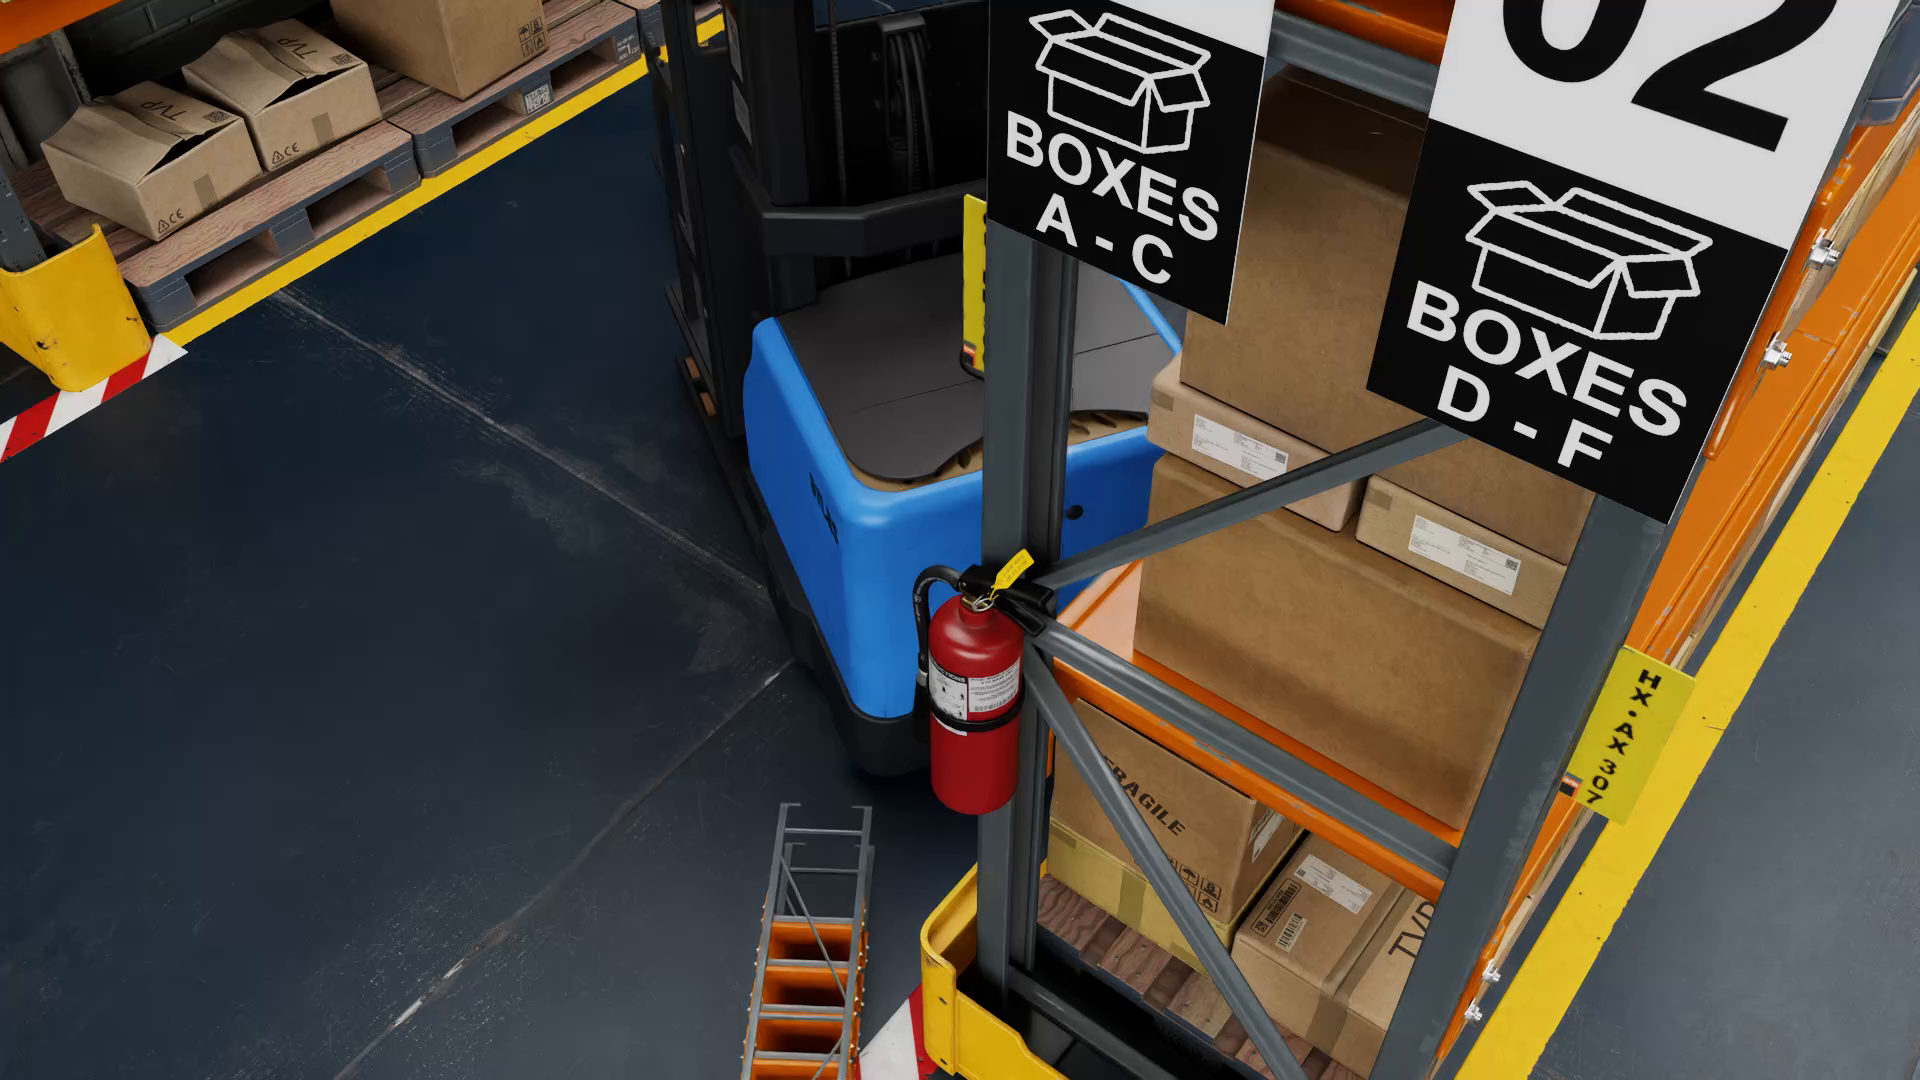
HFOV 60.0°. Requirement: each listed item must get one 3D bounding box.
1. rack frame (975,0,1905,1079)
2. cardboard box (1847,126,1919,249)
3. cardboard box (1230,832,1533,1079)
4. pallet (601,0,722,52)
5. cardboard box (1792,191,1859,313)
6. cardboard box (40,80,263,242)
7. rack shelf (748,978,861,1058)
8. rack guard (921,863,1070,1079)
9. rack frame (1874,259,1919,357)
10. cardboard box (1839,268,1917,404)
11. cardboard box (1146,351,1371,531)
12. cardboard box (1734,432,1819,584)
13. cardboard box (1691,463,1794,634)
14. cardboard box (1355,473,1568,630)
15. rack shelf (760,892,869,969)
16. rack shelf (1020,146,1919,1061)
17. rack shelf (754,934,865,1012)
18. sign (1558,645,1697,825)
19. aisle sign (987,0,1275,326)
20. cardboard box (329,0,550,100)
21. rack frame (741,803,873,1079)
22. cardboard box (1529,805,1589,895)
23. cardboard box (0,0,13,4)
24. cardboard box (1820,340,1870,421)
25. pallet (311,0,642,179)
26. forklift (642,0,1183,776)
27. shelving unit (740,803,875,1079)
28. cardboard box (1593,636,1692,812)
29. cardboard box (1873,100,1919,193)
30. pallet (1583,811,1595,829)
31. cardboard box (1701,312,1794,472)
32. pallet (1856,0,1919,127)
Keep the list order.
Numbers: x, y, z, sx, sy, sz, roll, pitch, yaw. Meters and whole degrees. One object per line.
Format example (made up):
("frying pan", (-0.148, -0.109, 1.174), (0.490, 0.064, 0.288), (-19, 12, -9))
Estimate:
("rack frame", (0.468, 0.348, 2.843), (1.000, 3.000, 0.127), (29, 53, 25))
("cardboard box", (2.020, -1.129, 4.184), (0.700, 0.500, 0.500), (30, 53, 26))
("cardboard box", (0.972, 0.944, 3.885), (0.500, 0.250, 0.500), (29, 53, 25))
("pallet", (-1.392, -2.765, 7.746), (1.003, 0.211, 1.213), (29, 53, 25))
("cardboard box", (1.508, -0.631, 3.261), (0.380, 0.149, 0.250), (28, 52, 24))
("cardboard box", (-2.960, -1.419, 6.086), (0.500, 0.311, 0.500), (24, 51, 21))
("rack shelf", (-0.372, 1.154, 4.013), (0.258, 0.180, 0.103), (2, 46, 2))
("rack guard", (0.453, 1.225, 3.734), (1.175, 0.500, 0.348), (29, 53, 25))
("rack frame", (2.913, -1.941, 5.029), (1.000, 3.000, 0.127), (29, 53, 25))
("cardboard box", (2.803, -0.774, 5.526), (0.500, 0.250, 0.500), (29, 53, 25))
("cardboard box", (0.550, -0.213, 2.862), (0.380, 0.149, 0.250), (28, 53, 24))
("cardboard box", (2.195, -0.200, 4.977), (0.500, 0.250, 0.500), (29, 53, 25))
("cardboard box", (1.891, -0.172, 4.432), (0.500, 0.500, 0.500), (29, 53, 25))
("cardboard box", (0.878, -0.040, 2.696), (0.380, 0.149, 0.250), (29, 53, 25))
("rack shelf", (-0.361, 0.981, 4.179), (0.258, 0.180, 0.103), (2, 46, 2))
("rack shelf", (1.690, -0.548, 4.196), (1.077, 0.370, 4.000), (29, 53, 25))
("rack shelf", (-0.367, 1.068, 4.096), (0.258, 0.180, 0.103), (2, 46, 2))
("sign", (0.903, 0.271, 2.264), (0.100, 0.325, 0.005), (29, 53, 25))
("aisle sign", (0.195, -0.642, 1.991), (0.394, 0.787, 0.004), (29, 53, 25))
("cardboard box", (-2.124, -2.208, 6.709), (0.700, 0.500, 0.500), (26, 52, 23))
("rack frame", (-0.374, 1.123, 3.917), (0.240, 0.006, 1.200), (2, 46, 2))
("cardboard box", (1.276, 0.398, 3.888), (0.500, 0.500, 0.500), (29, 53, 25))
("cardboard box", (-2.905, -1.934, 5.113), (0.500, 0.250, 0.500), (28, 52, 24))
("cardboard box", (2.488, -0.752, 4.987), (0.500, 0.500, 0.500), (29, 53, 25))
("pallet", (-2.137, -2.064, 7.076), (1.003, 0.211, 1.213), (29, 53, 25))
("forklift", (-0.323, -1.453, 4.611), (1.130, 2.935, 3.031), (-16, 48, -15))
("shelving unit", (-0.374, 1.186, 3.983), (0.258, 0.189, 1.200), (2, 46, 2))
("cardboard box", (1.580, 0.371, 4.433), (0.500, 0.250, 0.500), (29, 53, 25))
("cardboard box", (1.818, -0.919, 3.536), (0.380, 0.149, 0.250), (30, 53, 25))
("pallet", (1.648, 0.160, 4.951), (1.003, 0.211, 1.213), (29, 53, 25))
("cardboard box", (1.389, -0.532, 3.615), (0.700, 0.500, 0.500), (30, 53, 25))
("pallet", (0.920, -1.051, 2.166), (1.003, 0.211, 1.213), (29, 53, 25))
